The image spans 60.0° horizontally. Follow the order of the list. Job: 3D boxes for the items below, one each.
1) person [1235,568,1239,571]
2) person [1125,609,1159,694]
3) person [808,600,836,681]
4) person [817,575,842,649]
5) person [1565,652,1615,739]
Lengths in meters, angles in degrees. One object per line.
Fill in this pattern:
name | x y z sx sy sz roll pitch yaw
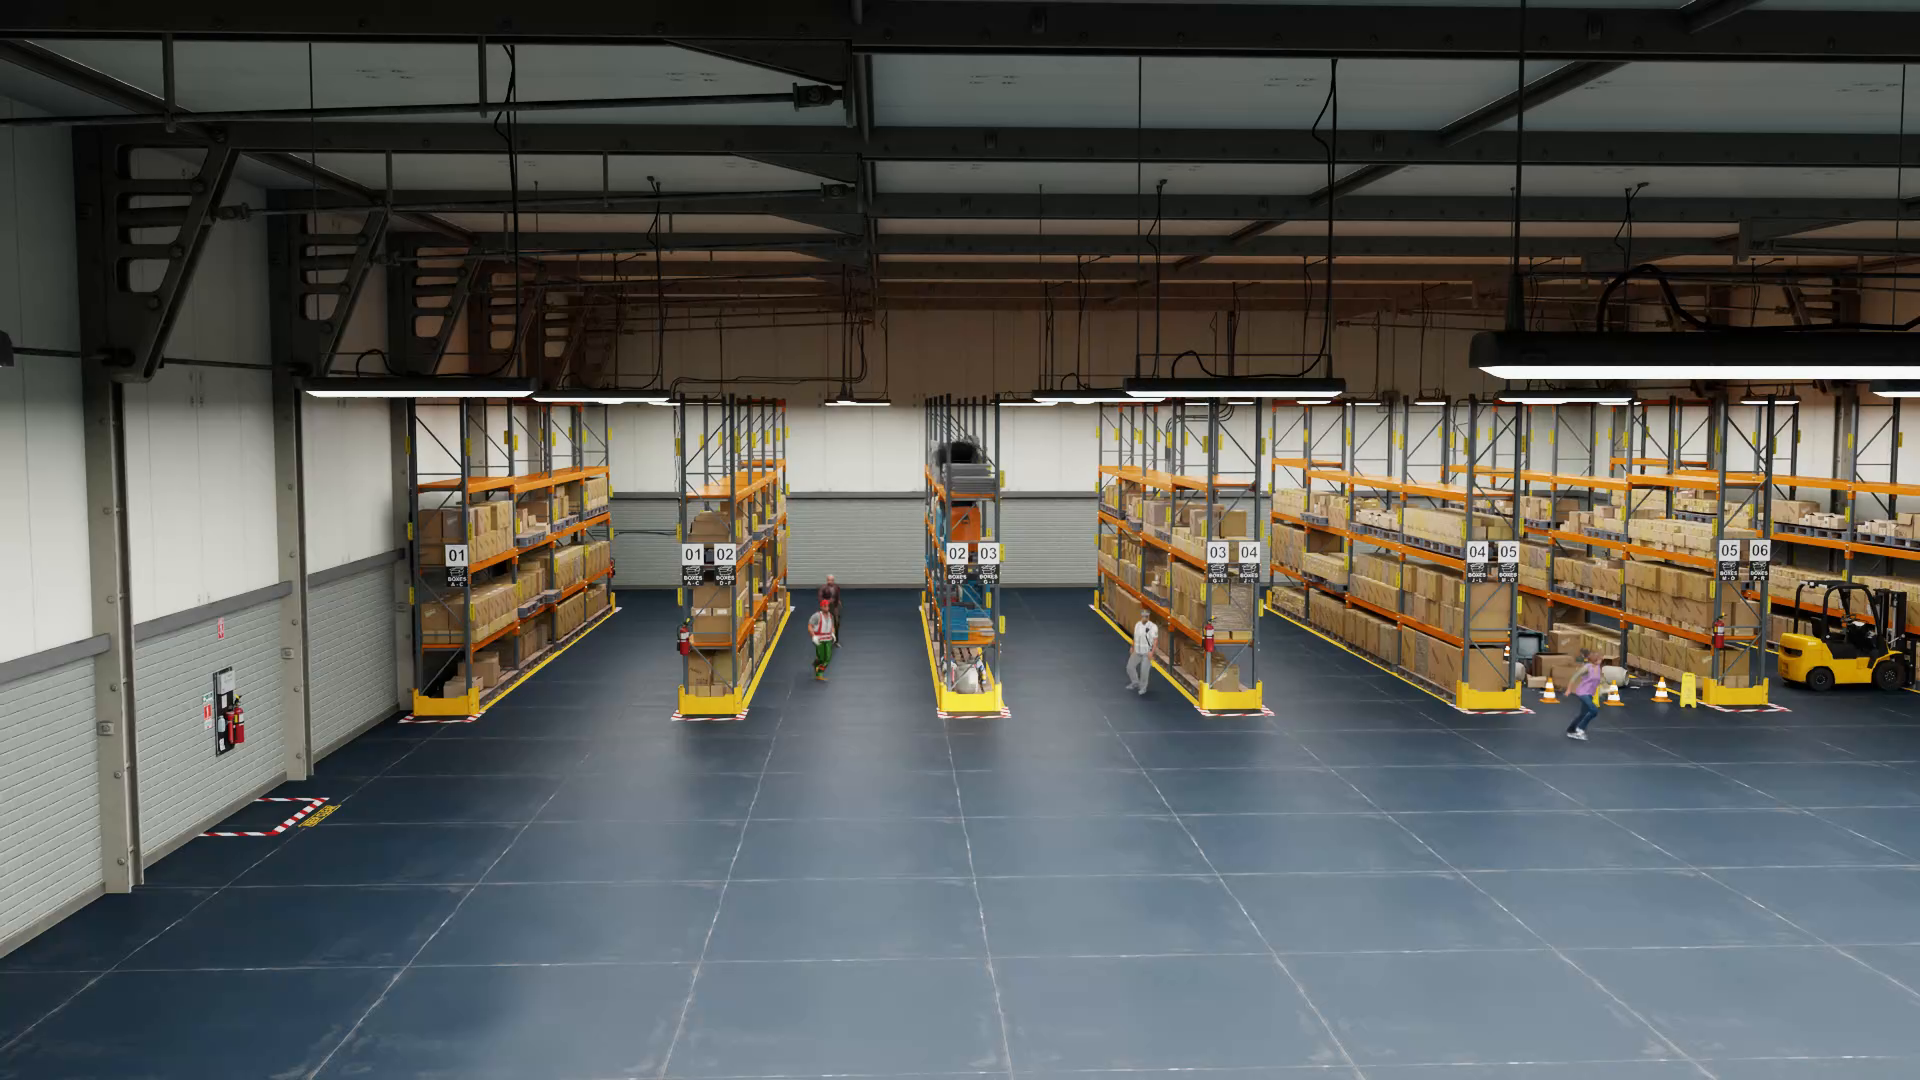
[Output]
person | 8.197 1.137 48.780 0.630 1.479 0.812 1 5 13
person | 3.652 2.248 33.406 0.783 1.771 0.484 4 6 38
person | -2.929 2.099 35.027 0.660 1.722 0.579 -3 5 -35
person | -3.157 1.694 39.969 0.713 1.761 1.065 -2 5 -24
person | 10.845 2.679 28.623 0.508 1.540 0.779 -4 6 -41
